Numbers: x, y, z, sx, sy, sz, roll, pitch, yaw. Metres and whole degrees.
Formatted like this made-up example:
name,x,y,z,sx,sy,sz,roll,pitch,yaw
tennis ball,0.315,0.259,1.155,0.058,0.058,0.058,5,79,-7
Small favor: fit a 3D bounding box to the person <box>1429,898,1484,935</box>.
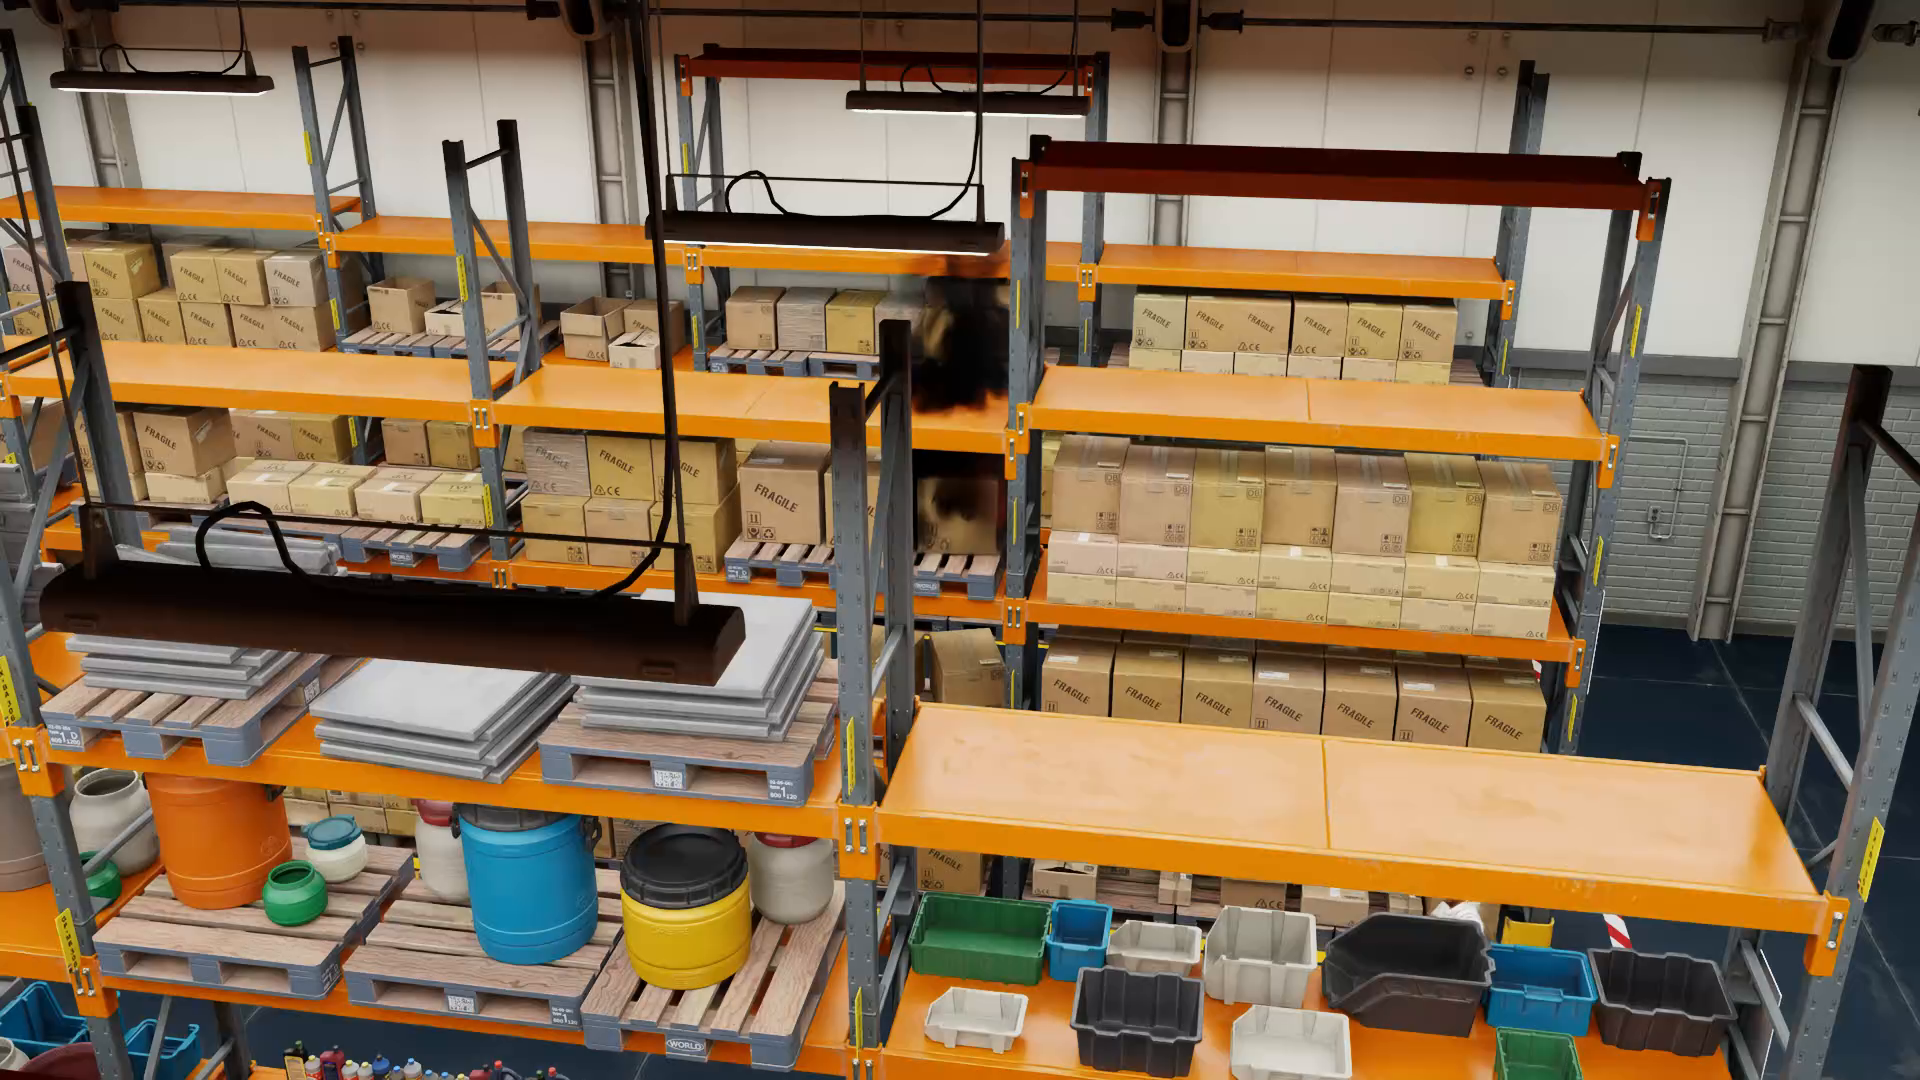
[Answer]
name,x,y,z,sx,sy,sz,roll,pitch,yaw
person,3.369,2.977,11.253,0.778,1.715,0.608,-2,23,-6
